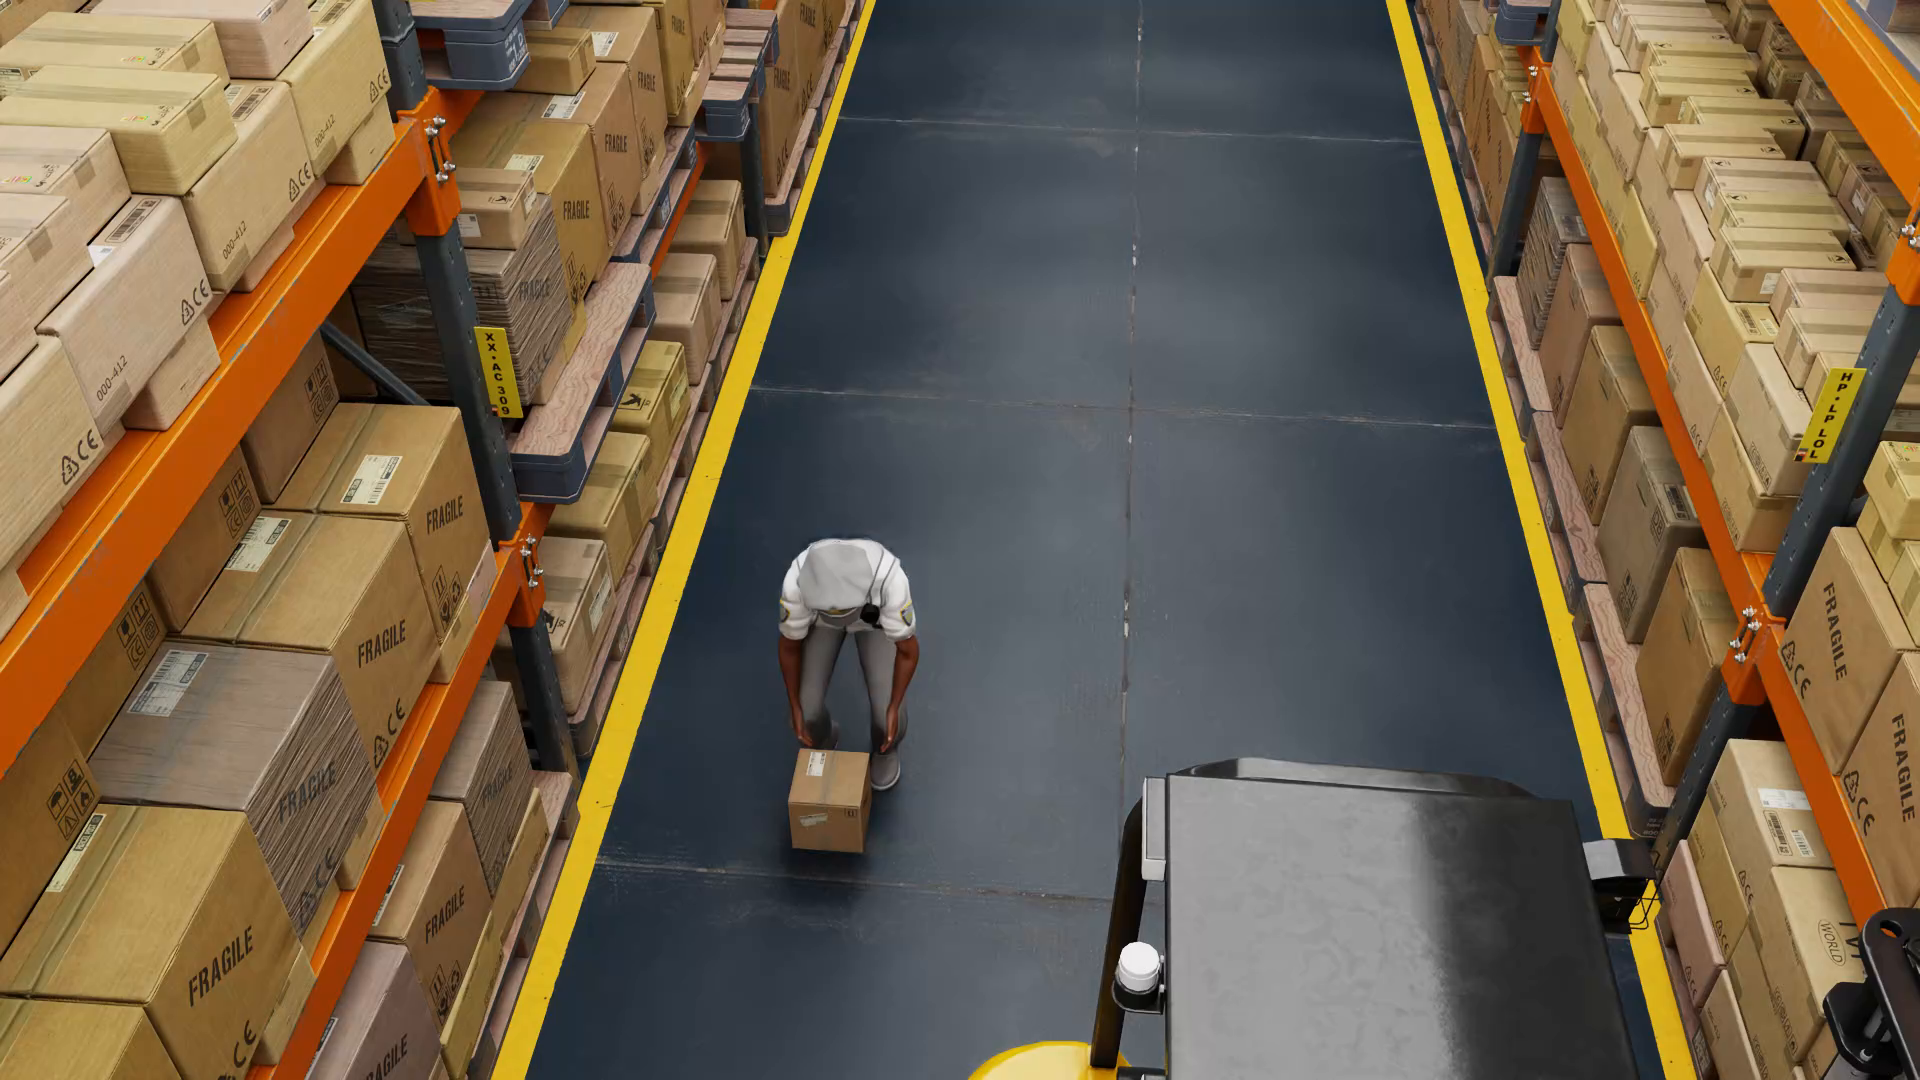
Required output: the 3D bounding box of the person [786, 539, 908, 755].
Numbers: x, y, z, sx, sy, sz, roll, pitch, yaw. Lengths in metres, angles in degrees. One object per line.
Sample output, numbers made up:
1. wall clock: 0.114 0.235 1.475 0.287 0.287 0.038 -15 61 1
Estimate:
1. person: -0.395 0.368 6.069 0.443 1.100 0.532 3 40 4
